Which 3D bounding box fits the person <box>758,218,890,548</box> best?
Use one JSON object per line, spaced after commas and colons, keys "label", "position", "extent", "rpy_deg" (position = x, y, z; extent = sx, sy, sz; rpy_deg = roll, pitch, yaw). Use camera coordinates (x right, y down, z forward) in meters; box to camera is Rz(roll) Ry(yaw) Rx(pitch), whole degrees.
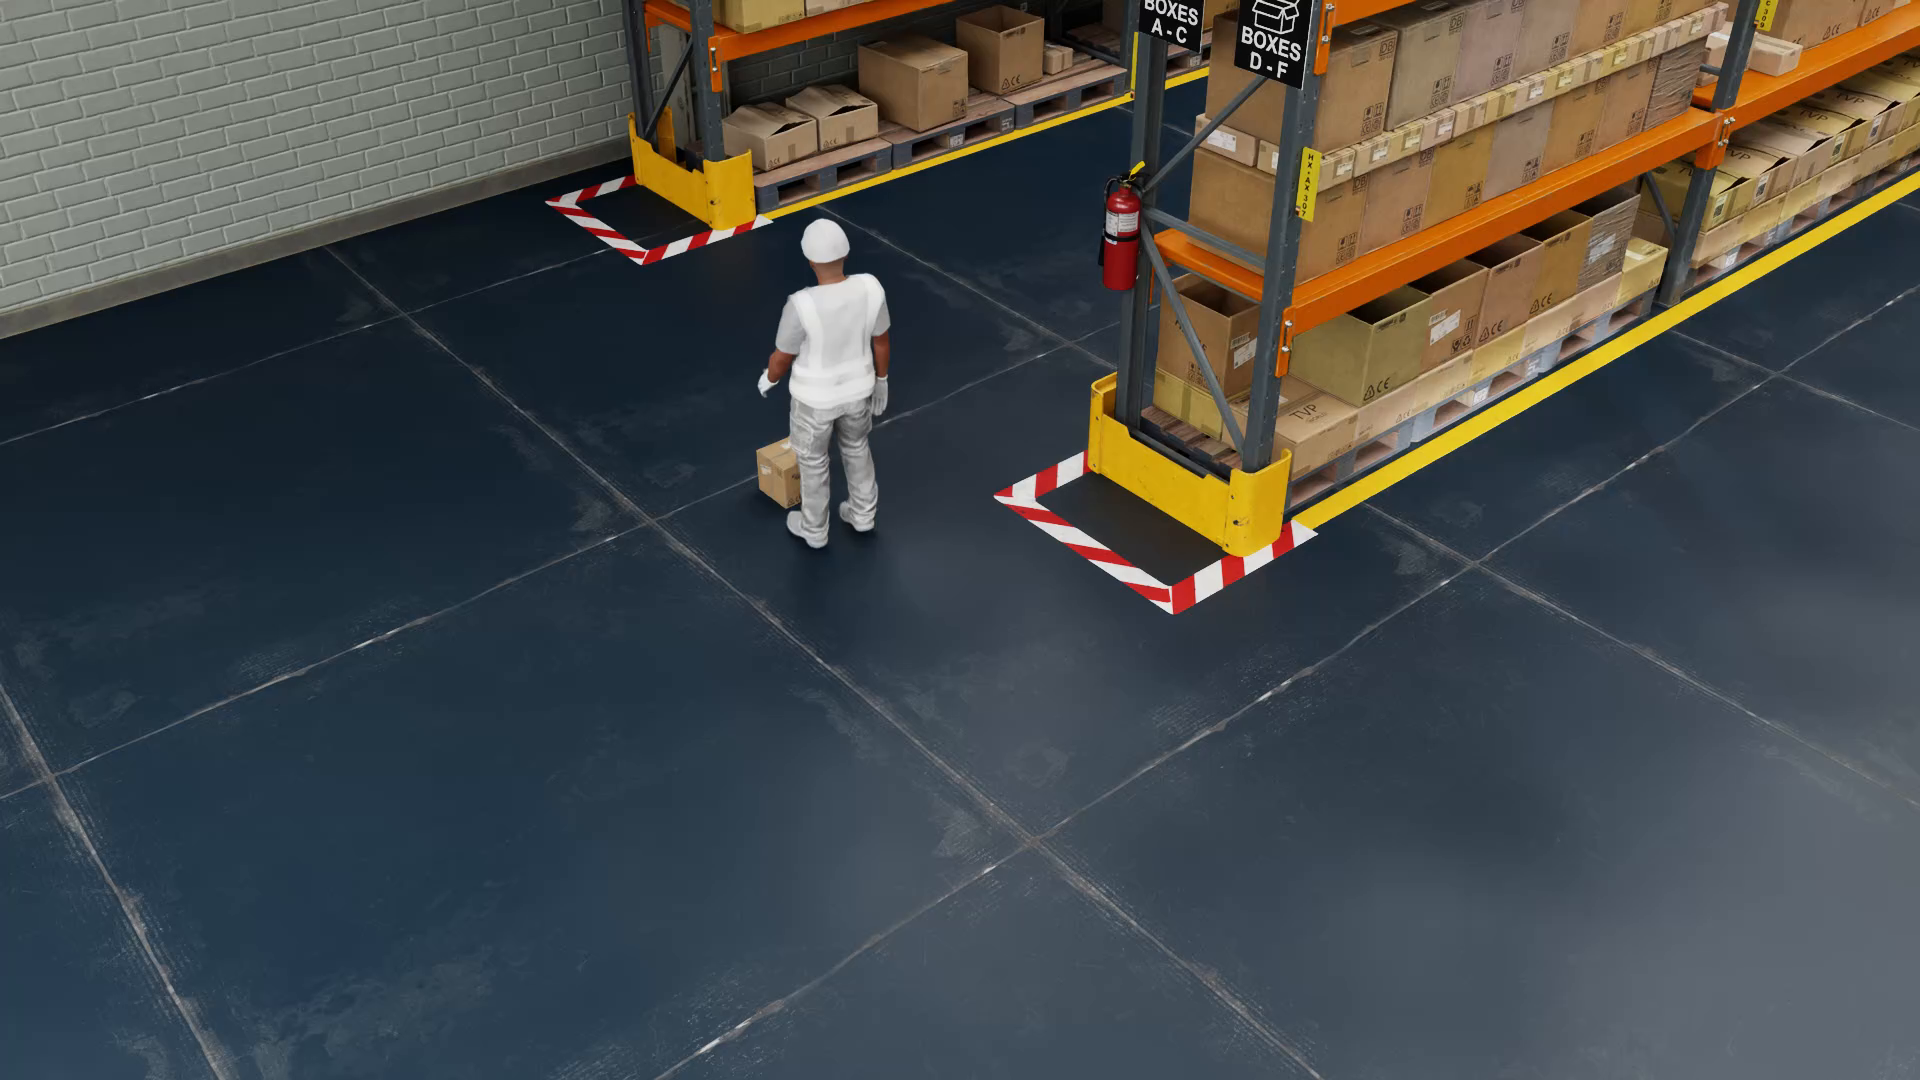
{"label": "person", "position": [-0.658, -0.745, 8.085], "extent": [0.572, 1.810, 0.494], "rpy_deg": [-21, 41, -27]}
